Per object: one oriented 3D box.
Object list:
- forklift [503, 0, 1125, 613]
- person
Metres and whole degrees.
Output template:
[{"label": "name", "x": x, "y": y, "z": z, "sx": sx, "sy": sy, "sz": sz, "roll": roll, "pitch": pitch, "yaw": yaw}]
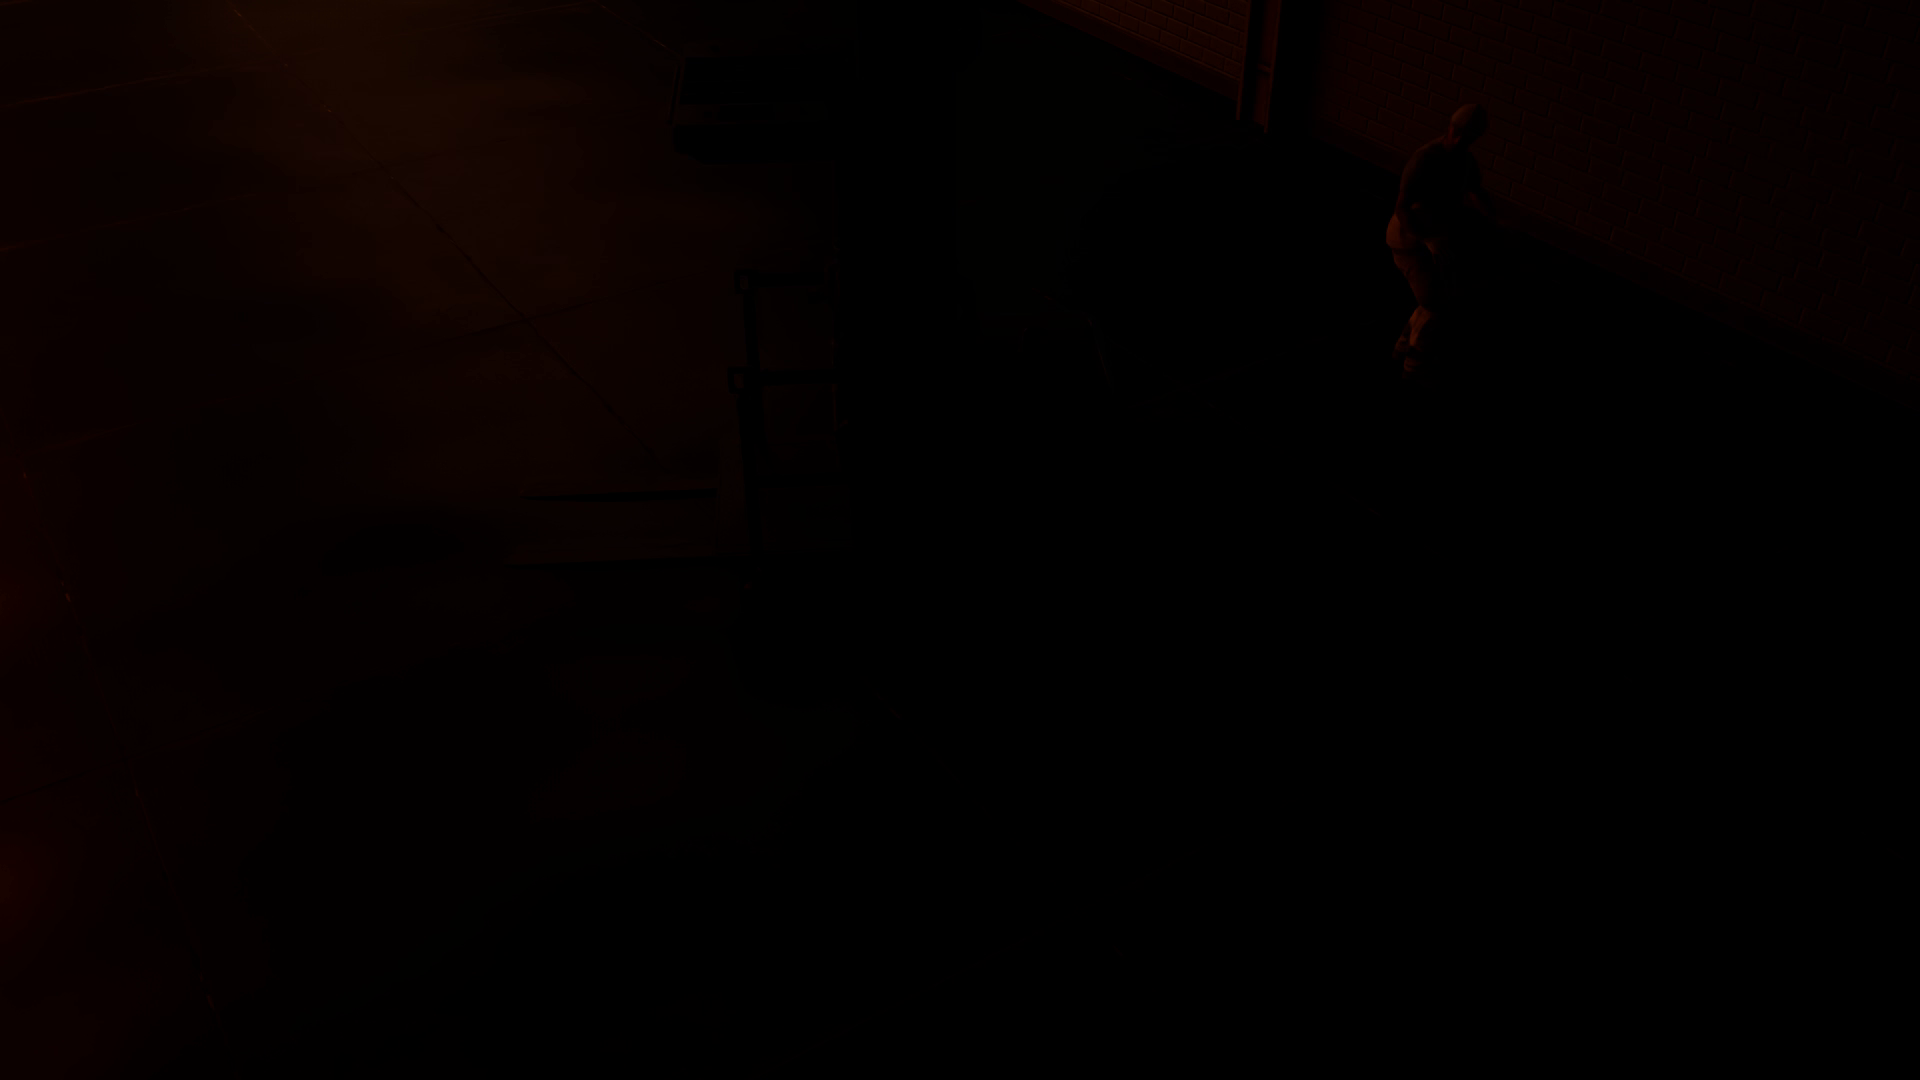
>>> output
[{"label": "forklift", "x": -0.756, "y": -1.155, "z": 7.792, "sx": 3.031, "sy": 2.935, "sz": 1.130, "roll": -3, "pitch": 35, "yaw": -4}, {"label": "person", "x": 2.818, "y": -1.681, "z": 9.633, "sx": 0.642, "sy": 1.732, "sz": 0.778, "roll": 24, "pitch": 41, "yaw": 30}]
